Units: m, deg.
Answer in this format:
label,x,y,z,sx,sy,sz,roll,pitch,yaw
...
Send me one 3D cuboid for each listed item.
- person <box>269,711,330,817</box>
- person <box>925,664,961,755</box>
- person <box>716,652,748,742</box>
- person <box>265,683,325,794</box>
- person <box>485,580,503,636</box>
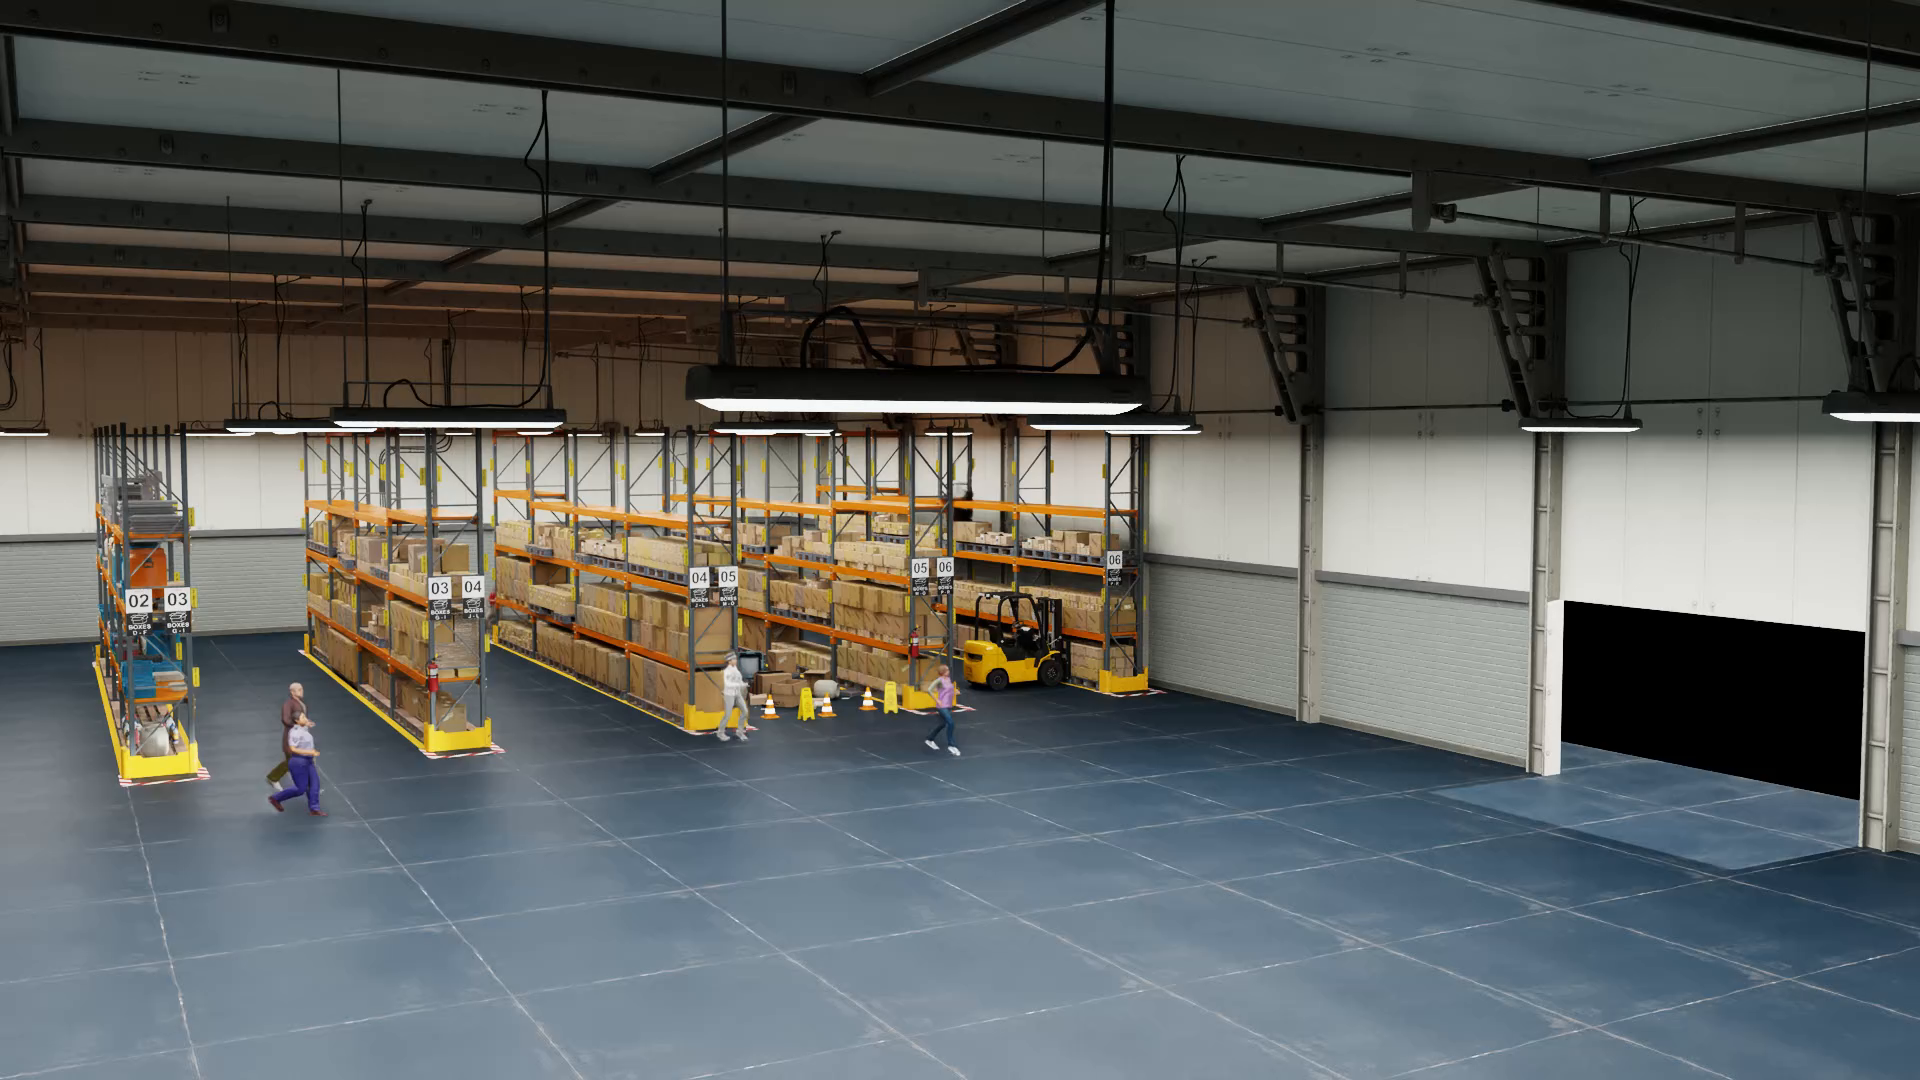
label,x,y,z,sx,sy,sz,roll,pitch,yaw
person,-9.951,3.392,25.103,0.797,1.640,0.607,-1,3,-9
person,-0.311,3.074,30.287,0.734,1.625,0.530,1,4,21
person,-4.291,2.974,31.467,0.693,1.726,0.622,1,4,22
person,-10.737,3.201,26.821,0.949,1.804,0.732,0,3,6
person,-13.329,2.027,47.826,0.739,1.679,0.657,-2,4,-33
